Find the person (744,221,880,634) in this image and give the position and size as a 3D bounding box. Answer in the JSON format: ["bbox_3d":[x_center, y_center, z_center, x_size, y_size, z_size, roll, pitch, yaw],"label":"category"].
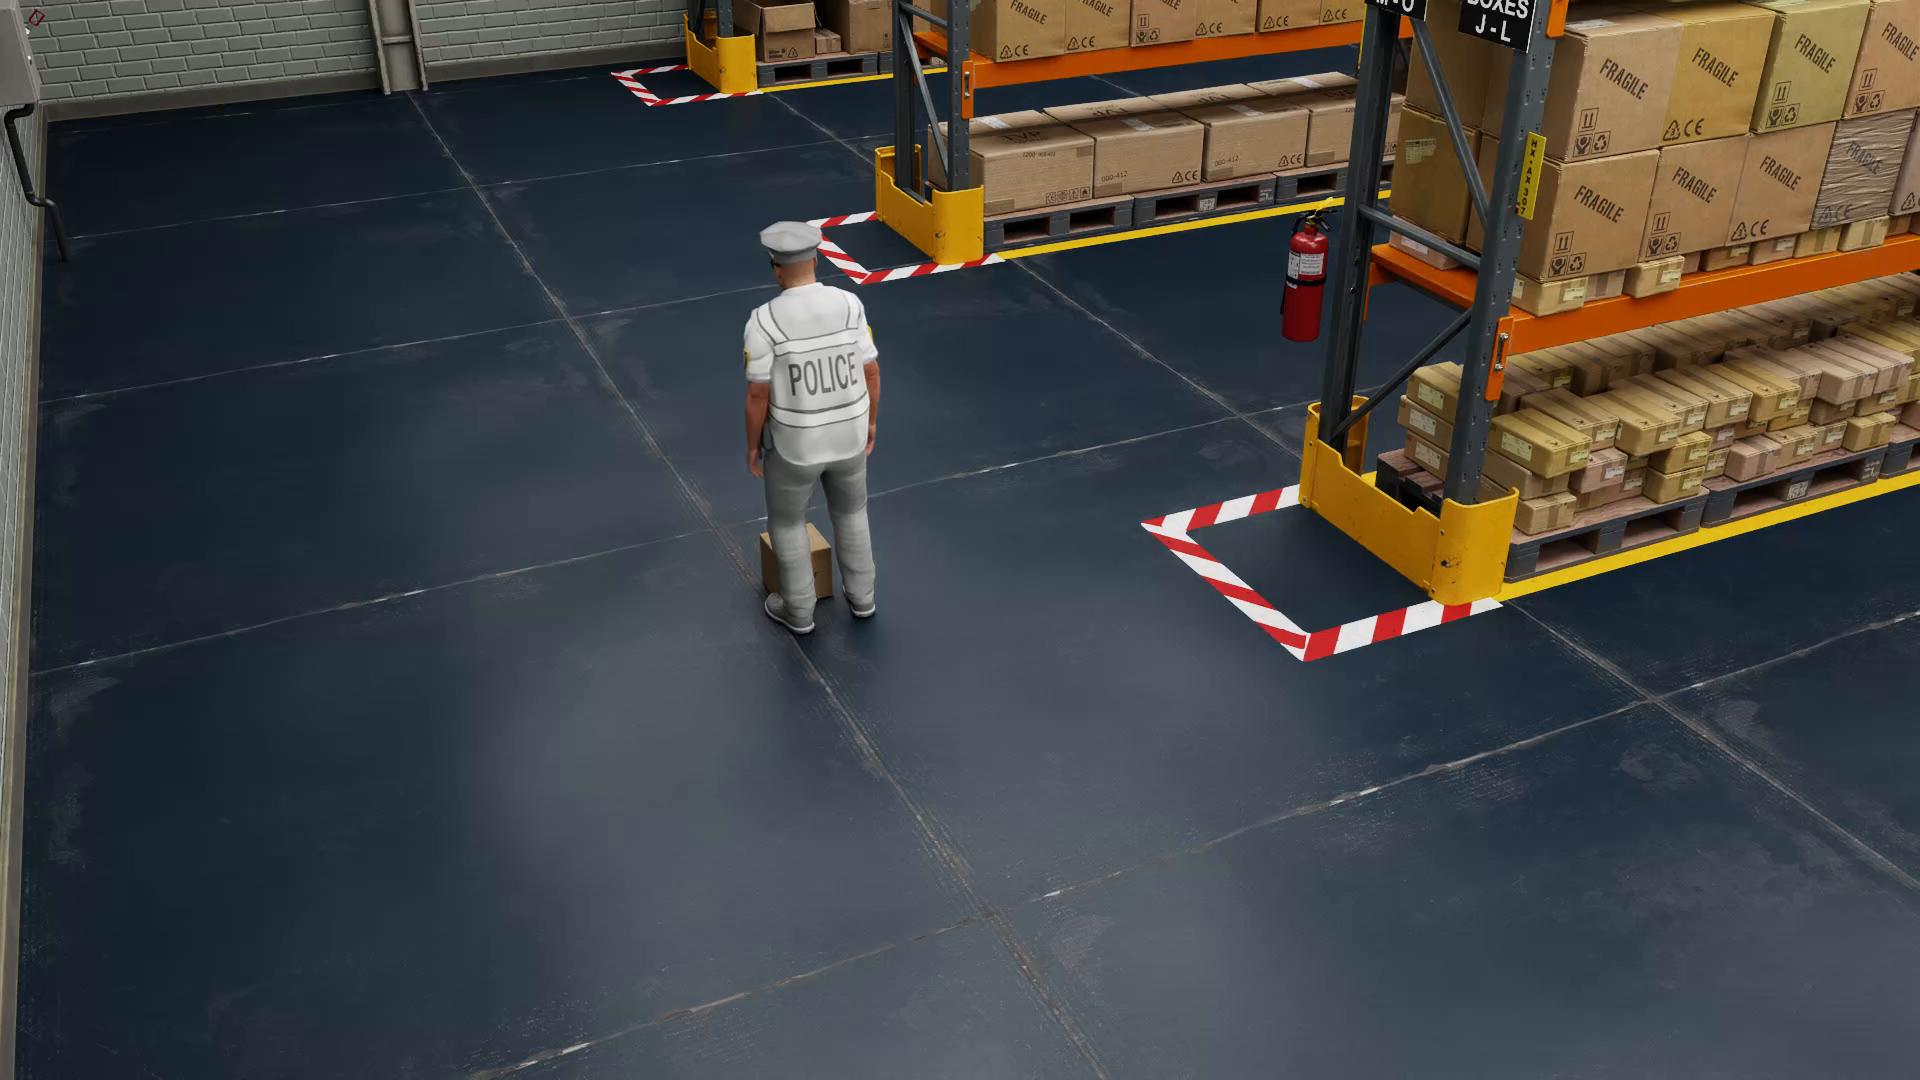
[{"bbox_3d":[-0.603,-0.425,6.878,0.585,1.747,0.439,-13,32,-22],"label":"person"}]
